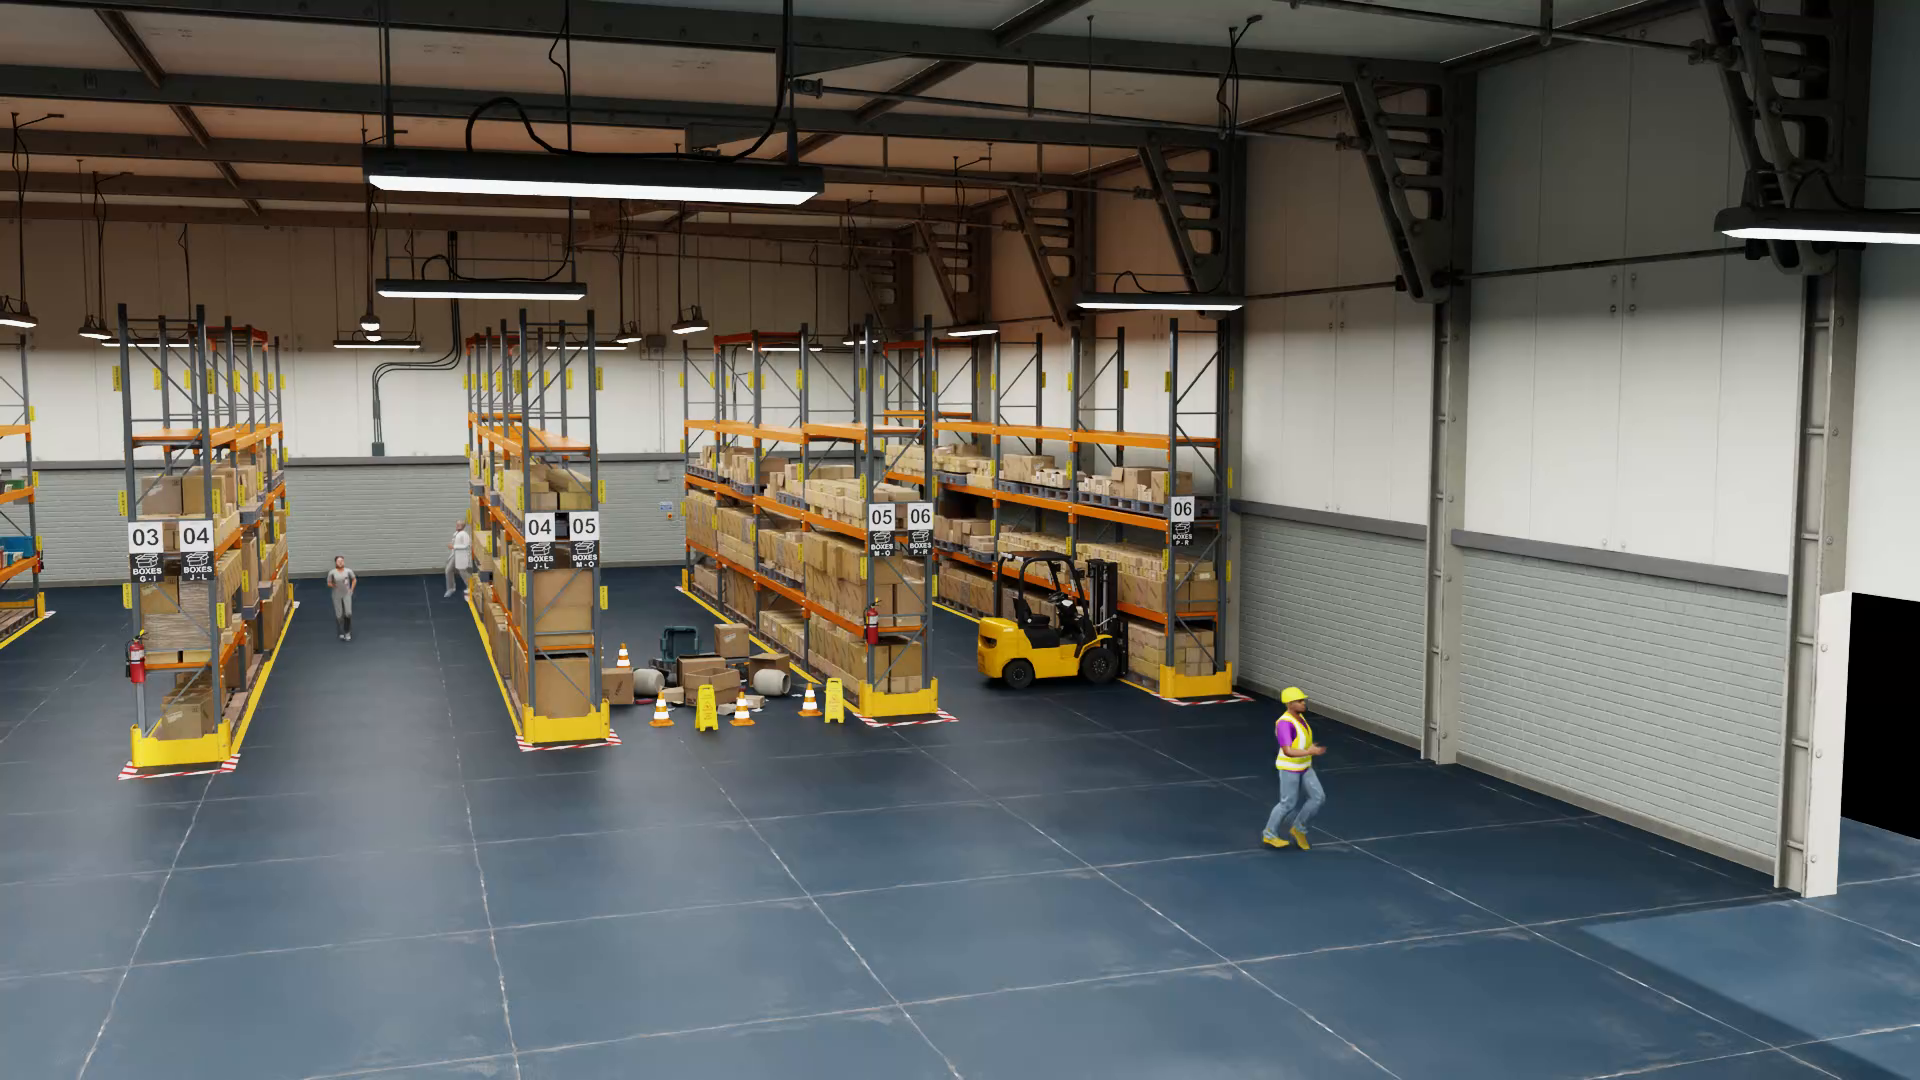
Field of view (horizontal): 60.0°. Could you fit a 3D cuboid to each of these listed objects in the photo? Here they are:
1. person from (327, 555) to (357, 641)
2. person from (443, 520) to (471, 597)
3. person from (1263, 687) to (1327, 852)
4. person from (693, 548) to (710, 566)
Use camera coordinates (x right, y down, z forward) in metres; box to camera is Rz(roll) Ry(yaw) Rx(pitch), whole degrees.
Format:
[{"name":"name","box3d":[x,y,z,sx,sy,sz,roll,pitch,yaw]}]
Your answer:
[{"name":"person","box3d":[-11.933,1.132,32.125,0.547,1.667,0.628,-2,6,-21]},{"name":"person","box3d":[-11.683,0.447,38.989,0.812,1.830,0.699,-5,8,-44]},{"name":"person","box3d":[3.584,2.451,17.699,0.711,1.784,0.671,4,7,36]},{"name":"person","box3d":[-6.443,0.232,41.444,0.691,1.685,0.769,2,6,20]}]
